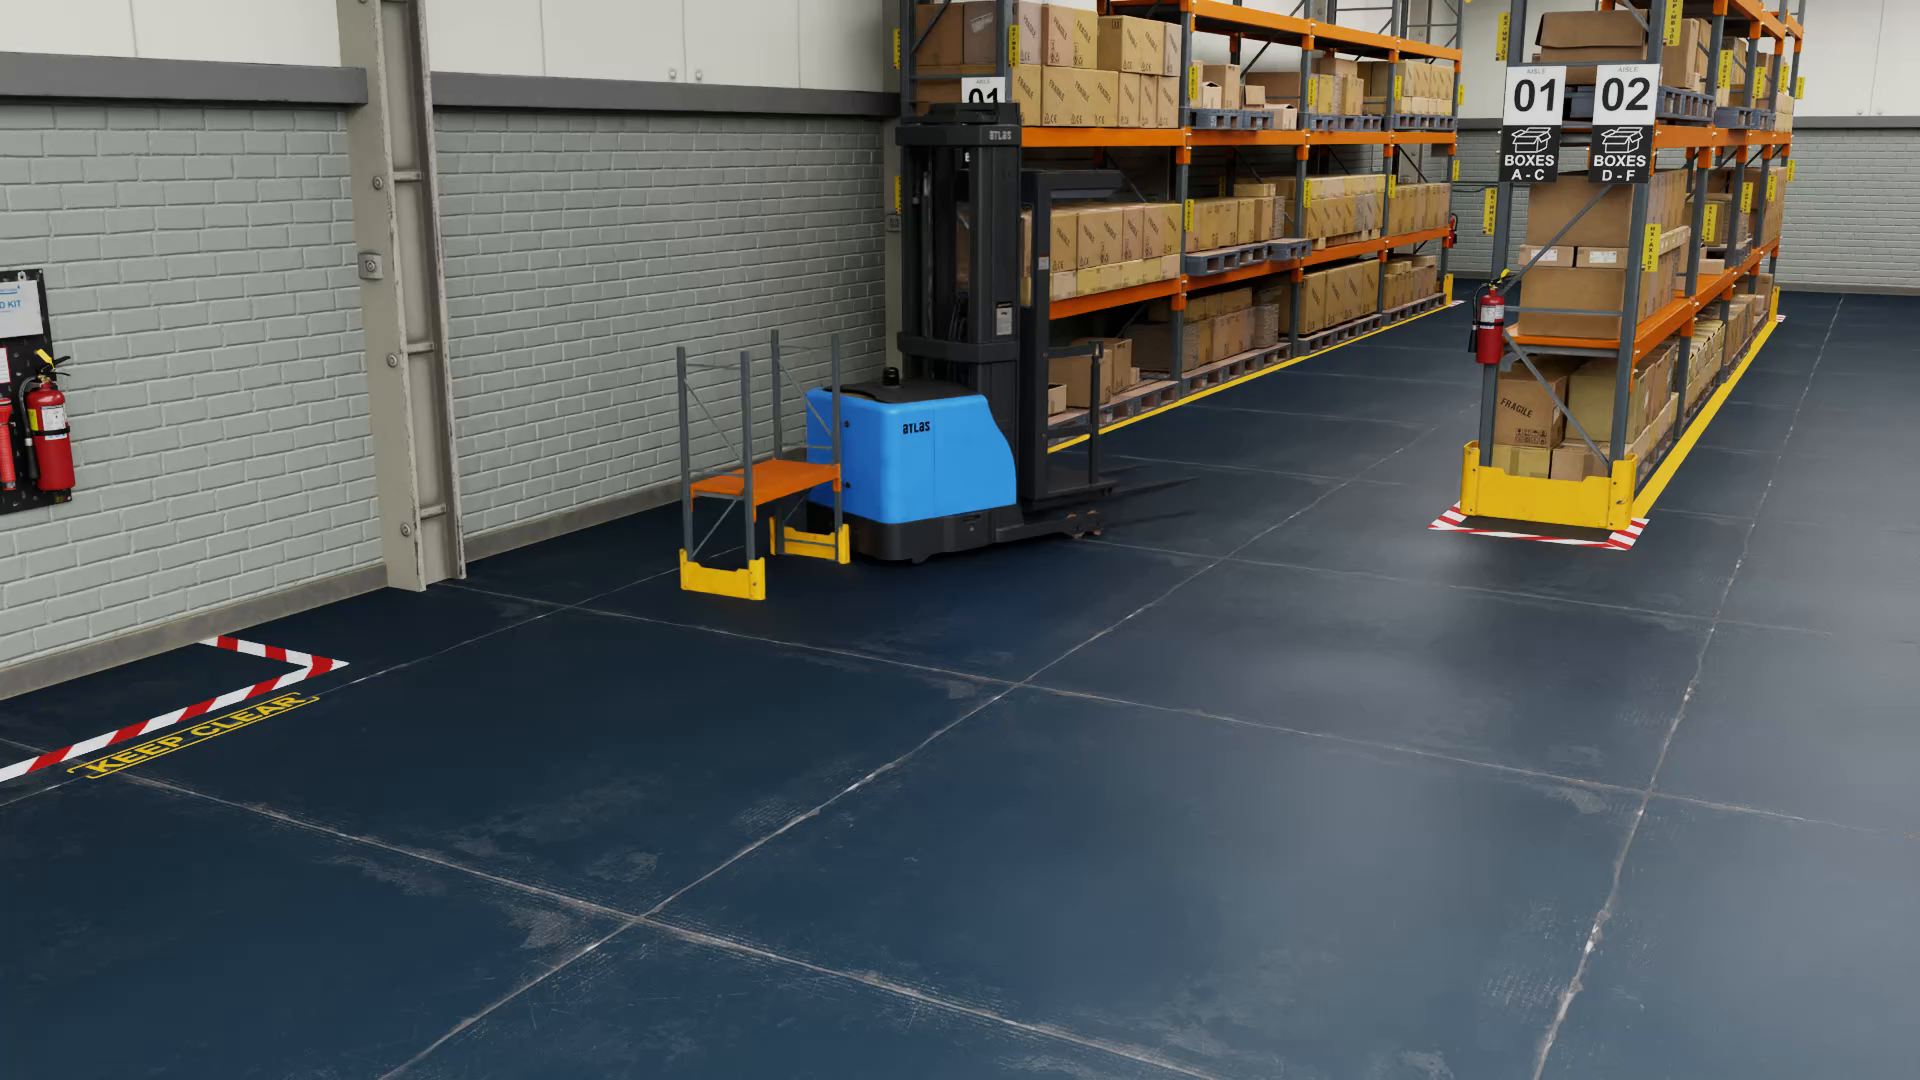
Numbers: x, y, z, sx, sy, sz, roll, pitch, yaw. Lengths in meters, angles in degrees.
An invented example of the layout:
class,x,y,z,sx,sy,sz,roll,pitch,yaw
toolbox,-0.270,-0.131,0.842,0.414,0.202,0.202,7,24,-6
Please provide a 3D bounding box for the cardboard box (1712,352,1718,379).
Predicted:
class,x,y,z,sx,sy,sz,roll,pitch,yaw
cardboard box,7.881,-1.894,17.961,0.500,0.250,0.500,7,15,27

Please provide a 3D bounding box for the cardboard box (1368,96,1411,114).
class,x,y,z,sx,sy,sz,roll,pitch,yaw
cardboard box,6.328,-6.399,24.489,0.500,0.250,0.500,7,15,28

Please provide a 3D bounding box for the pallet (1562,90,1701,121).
class,x,y,z,sx,sy,sz,roll,pitch,yaw
pallet,5.254,-3.436,13.173,1.003,0.211,1.213,7,15,28

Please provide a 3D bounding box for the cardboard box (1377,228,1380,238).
class,x,y,z,sx,sy,sz,roll,pitch,yaw
cardboard box,5.848,-4.436,24.026,0.380,0.149,0.250,8,15,29

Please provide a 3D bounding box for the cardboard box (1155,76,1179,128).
class,x,y,z,sx,sy,sz,roll,pitch,yaw
cardboard box,1.867,-4.393,16.698,0.500,0.500,0.500,8,16,30

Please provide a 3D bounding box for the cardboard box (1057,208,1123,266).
class,x,y,z,sx,sy,sz,roll,pitch,yaw
cardboard box,1.198,-2.866,15.697,0.500,0.500,0.500,8,16,30

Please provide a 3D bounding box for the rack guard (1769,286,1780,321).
class,x,y,z,sx,sy,sz,roll,pitch,yaw
rack guard,11.998,-3.679,25.727,1.175,0.500,0.348,7,15,28

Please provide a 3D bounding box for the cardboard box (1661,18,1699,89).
class,x,y,z,sx,sy,sz,roll,pitch,yaw
cardboard box,5.342,-3.716,12.738,0.500,0.500,0.500,7,15,28

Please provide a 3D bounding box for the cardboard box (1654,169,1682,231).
class,x,y,z,sx,sy,sz,roll,pitch,yaw
cardboard box,5.782,-2.931,14.311,0.700,0.500,0.500,7,15,28

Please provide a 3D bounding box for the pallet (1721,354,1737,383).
class,x,y,z,sx,sy,sz,roll,pitch,yaw
pallet,8.562,-2.062,19.635,1.003,0.211,1.213,7,15,28

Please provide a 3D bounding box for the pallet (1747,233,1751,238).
class,x,y,z,sx,sy,sz,roll,pitch,yaw
pallet,9.620,-3.844,21.488,1.003,0.211,1.213,7,15,28

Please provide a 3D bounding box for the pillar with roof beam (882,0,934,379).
class,x,y,z,sx,sy,sz,roll,pitch,yaw
pillar with roof beam,3.312,-4.858,12.483,9.100,9.000,0.400,7,15,28

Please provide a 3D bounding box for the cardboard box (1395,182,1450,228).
class,x,y,z,sx,sy,sz,roll,pitch,yaw
cardboard box,7.459,-5.510,27.349,0.980,0.700,0.700,8,16,31

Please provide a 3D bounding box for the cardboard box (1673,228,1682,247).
class,x,y,z,sx,sy,sz,roll,pitch,yaw
cardboard box,6.044,-2.627,14.433,0.380,0.149,0.250,7,15,26

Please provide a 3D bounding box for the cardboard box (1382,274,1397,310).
class,x,y,z,sx,sy,sz,roll,pitch,yaw
cardboard box,6.214,-3.780,25.251,0.700,0.500,0.500,8,16,29

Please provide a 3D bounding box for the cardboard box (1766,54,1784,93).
class,x,y,z,sx,sy,sz,roll,pitch,yaw
cardboard box,10.669,-6.273,22.405,0.700,0.500,0.500,7,15,28

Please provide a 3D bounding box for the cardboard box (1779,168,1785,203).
class,x,y,z,sx,sy,sz,roll,pitch,yaw
cardboard box,11.571,-5.111,23.988,0.500,0.500,0.500,8,16,30

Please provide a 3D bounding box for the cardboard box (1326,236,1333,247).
class,x,y,z,sx,sy,sz,roll,pitch,yaw
cardboard box,4.789,-4.025,22.322,0.380,0.149,0.250,8,16,29

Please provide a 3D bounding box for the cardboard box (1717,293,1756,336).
class,x,y,z,sx,sy,sz,roll,pitch,yaw
cardboard box,10.114,-2.954,21.781,0.500,0.500,0.500,7,15,28

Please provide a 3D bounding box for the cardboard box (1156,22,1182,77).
class,x,y,z,sx,sy,sz,roll,pitch,yaw
cardboard box,1.891,-4.877,16.575,0.500,0.500,0.500,6,15,23

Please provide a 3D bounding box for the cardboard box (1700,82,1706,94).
class,x,y,z,sx,sy,sz,roll,pitch,yaw
cardboard box,7.212,-4.423,16.502,0.500,0.250,0.500,6,15,23

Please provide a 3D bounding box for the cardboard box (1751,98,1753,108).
class,x,y,z,sx,sy,sz,roll,pitch,yaw
cardboard box,8.596,-4.973,19.148,0.910,0.500,0.500,7,15,28

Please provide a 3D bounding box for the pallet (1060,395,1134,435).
class,x,y,z,sx,sy,sz,roll,pitch,yaw
pallet,1.013,-1.260,16.308,1.003,0.211,1.213,7,15,28

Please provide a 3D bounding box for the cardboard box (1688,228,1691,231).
class,x,y,z,sx,sy,sz,roll,pitch,yaw
cardboard box,7.371,-2.971,17.243,0.500,0.500,0.500,6,15,25

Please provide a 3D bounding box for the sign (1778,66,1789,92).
class,x,y,z,sx,sy,sz,roll,pitch,yaw
sign,10.589,-5.928,21.378,0.100,0.325,0.005,7,15,28

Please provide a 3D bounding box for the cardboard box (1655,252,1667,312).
class,x,y,z,sx,sy,sz,roll,pitch,yaw
cardboard box,5.530,-2.193,14.017,0.700,0.500,0.500,8,16,29

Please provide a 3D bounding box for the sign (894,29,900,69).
class,x,y,z,sx,sy,sz,roll,pitch,yaw
sign,-0.514,-4.143,14.030,0.100,0.325,0.005,7,15,28

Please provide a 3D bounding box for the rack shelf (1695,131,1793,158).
class,x,y,z,sx,sy,sz,roll,pitch,yaw
rack shelf,11.068,-5.608,23.529,1.077,0.370,4.000,7,15,28

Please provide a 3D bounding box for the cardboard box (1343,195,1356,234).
class,x,y,z,sx,sy,sz,roll,pitch,yaw
cardboard box,5.035,-4.418,22.569,0.500,0.500,0.500,8,16,30

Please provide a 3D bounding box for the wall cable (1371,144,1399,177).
class,x,y,z,sx,sy,sz,roll,pitch,yaw
wall cable,7.488,-6.334,29.239,0.084,1.984,1.851,7,15,28

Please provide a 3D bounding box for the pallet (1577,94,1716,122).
class,x,y,z,sx,sy,sz,roll,pitch,yaw
pallet,5.844,-3.685,14.207,1.003,0.211,1.213,7,15,28

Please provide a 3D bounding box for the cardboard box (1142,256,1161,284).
class,x,y,z,sx,sy,sz,roll,pitch,yaw
cardboard box,1.684,-2.712,16.661,0.500,0.250,0.500,7,15,28

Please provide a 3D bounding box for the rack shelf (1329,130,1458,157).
class,x,y,z,sx,sy,sz,roll,pitch,yaw
rack shelf,6.730,-6.168,25.854,1.077,0.370,4.000,7,15,28

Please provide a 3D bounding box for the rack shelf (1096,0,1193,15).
class,x,y,z,sx,sy,sz,roll,pitch,yaw
rack shelf,0.929,-5.163,15.291,1.077,0.370,4.000,7,15,28

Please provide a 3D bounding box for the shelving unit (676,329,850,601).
class,x,y,z,sx,sy,sz,roll,pitch,yaw
shelving unit,-1.225,-0.506,10.432,0.587,1.500,1.083,7,15,26

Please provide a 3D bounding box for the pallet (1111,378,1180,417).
class,x,y,z,sx,sy,sz,roll,pitch,yaw
pallet,1.602,-1.511,17.350,1.003,0.211,1.213,7,15,28

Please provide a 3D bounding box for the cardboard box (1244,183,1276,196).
class,x,y,z,sx,sy,sz,roll,pitch,yaw
cardboard box,3.689,-4.333,20.568,0.380,0.149,0.250,5,15,21

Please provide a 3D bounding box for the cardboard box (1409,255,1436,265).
class,x,y,z,sx,sy,sz,roll,pitch,yaw
cardboard box,7.543,-4.573,27.153,0.380,0.149,0.250,7,15,27

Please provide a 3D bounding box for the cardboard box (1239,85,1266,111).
class,x,y,z,sx,sy,sz,roll,pitch,yaw
cardboard box,3.122,-5.092,19.590,0.797,0.503,0.637,10,17,36

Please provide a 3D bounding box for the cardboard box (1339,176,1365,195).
class,x,y,z,sx,sy,sz,roll,pitch,yaw
cardboard box,5.259,-4.884,22.900,0.500,0.250,0.500,8,16,29

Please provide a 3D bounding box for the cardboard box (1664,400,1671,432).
class,x,y,z,sx,sy,sz,roll,pitch,yaw
cardboard box,5.951,-1.094,14.641,0.500,0.250,0.500,7,15,28

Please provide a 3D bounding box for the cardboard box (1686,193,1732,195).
class,x,y,z,sx,sy,sz,roll,pitch,yaw
cardboard box,9.677,-4.270,21.736,0.700,0.500,0.500,2,14,9

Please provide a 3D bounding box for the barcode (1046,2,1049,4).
class,x,y,z,sx,sy,sz,roll,pitch,yaw
barcode,0.847,-5.154,16.056,0.001,0.075,0.075,7,15,28

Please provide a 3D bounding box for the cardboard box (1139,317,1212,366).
class,x,y,z,sx,sy,sz,roll,pitch,yaw
cardboard box,2.443,-2.271,18.950,0.700,0.500,0.500,7,15,27

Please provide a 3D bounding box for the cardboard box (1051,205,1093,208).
class,x,y,z,sx,sy,sz,roll,pitch,yaw
cardboard box,0.987,-3.029,16.377,0.500,0.500,0.500,8,16,30

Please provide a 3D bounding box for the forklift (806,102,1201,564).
class,x,y,z,sx,sy,sz,roll,pitch,yaw
forklift,0.421,-1.526,11.611,3.031,2.935,1.130,-10,17,-37

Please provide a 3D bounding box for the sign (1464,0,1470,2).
class,x,y,z,sx,sy,sz,roll,pitch,yaw
sign,8.165,-8.815,26.734,0.100,0.325,0.005,7,15,28

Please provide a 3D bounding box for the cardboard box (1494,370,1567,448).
class,x,y,z,sx,sy,sz,roll,pitch,yaw
cardboard box,4.299,-1.003,12.664,0.500,0.500,0.500,7,15,28

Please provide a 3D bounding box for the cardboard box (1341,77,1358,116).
class,x,y,z,sx,sy,sz,roll,pitch,yaw
cardboard box,5.029,-6.081,22.803,0.700,0.500,0.500,7,15,27

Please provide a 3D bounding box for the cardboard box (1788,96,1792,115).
class,x,y,z,sx,sy,sz,roll,pitch,yaw
cardboard box,11.769,-6.301,24.123,0.500,0.250,0.500,7,15,28

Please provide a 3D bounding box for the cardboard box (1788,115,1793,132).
class,x,y,z,sx,sy,sz,roll,pitch,yaw
cardboard box,12.018,-6.160,24.603,0.500,0.250,0.500,7,15,28

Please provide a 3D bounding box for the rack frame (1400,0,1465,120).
class,x,y,z,sx,sy,sz,roll,pitch,yaw
rack frame,7.697,-8.387,27.120,1.000,3.000,0.127,7,15,28

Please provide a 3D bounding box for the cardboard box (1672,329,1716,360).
class,x,y,z,sx,sy,sz,roll,pitch,yaw
cardboard box,7.638,-2.062,17.463,0.500,0.311,0.500,7,15,28

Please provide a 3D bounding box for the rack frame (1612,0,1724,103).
class,x,y,z,sx,sy,sz,roll,pitch,yaw
rack frame,6.234,-5.364,14.583,1.000,3.000,0.127,7,15,28
